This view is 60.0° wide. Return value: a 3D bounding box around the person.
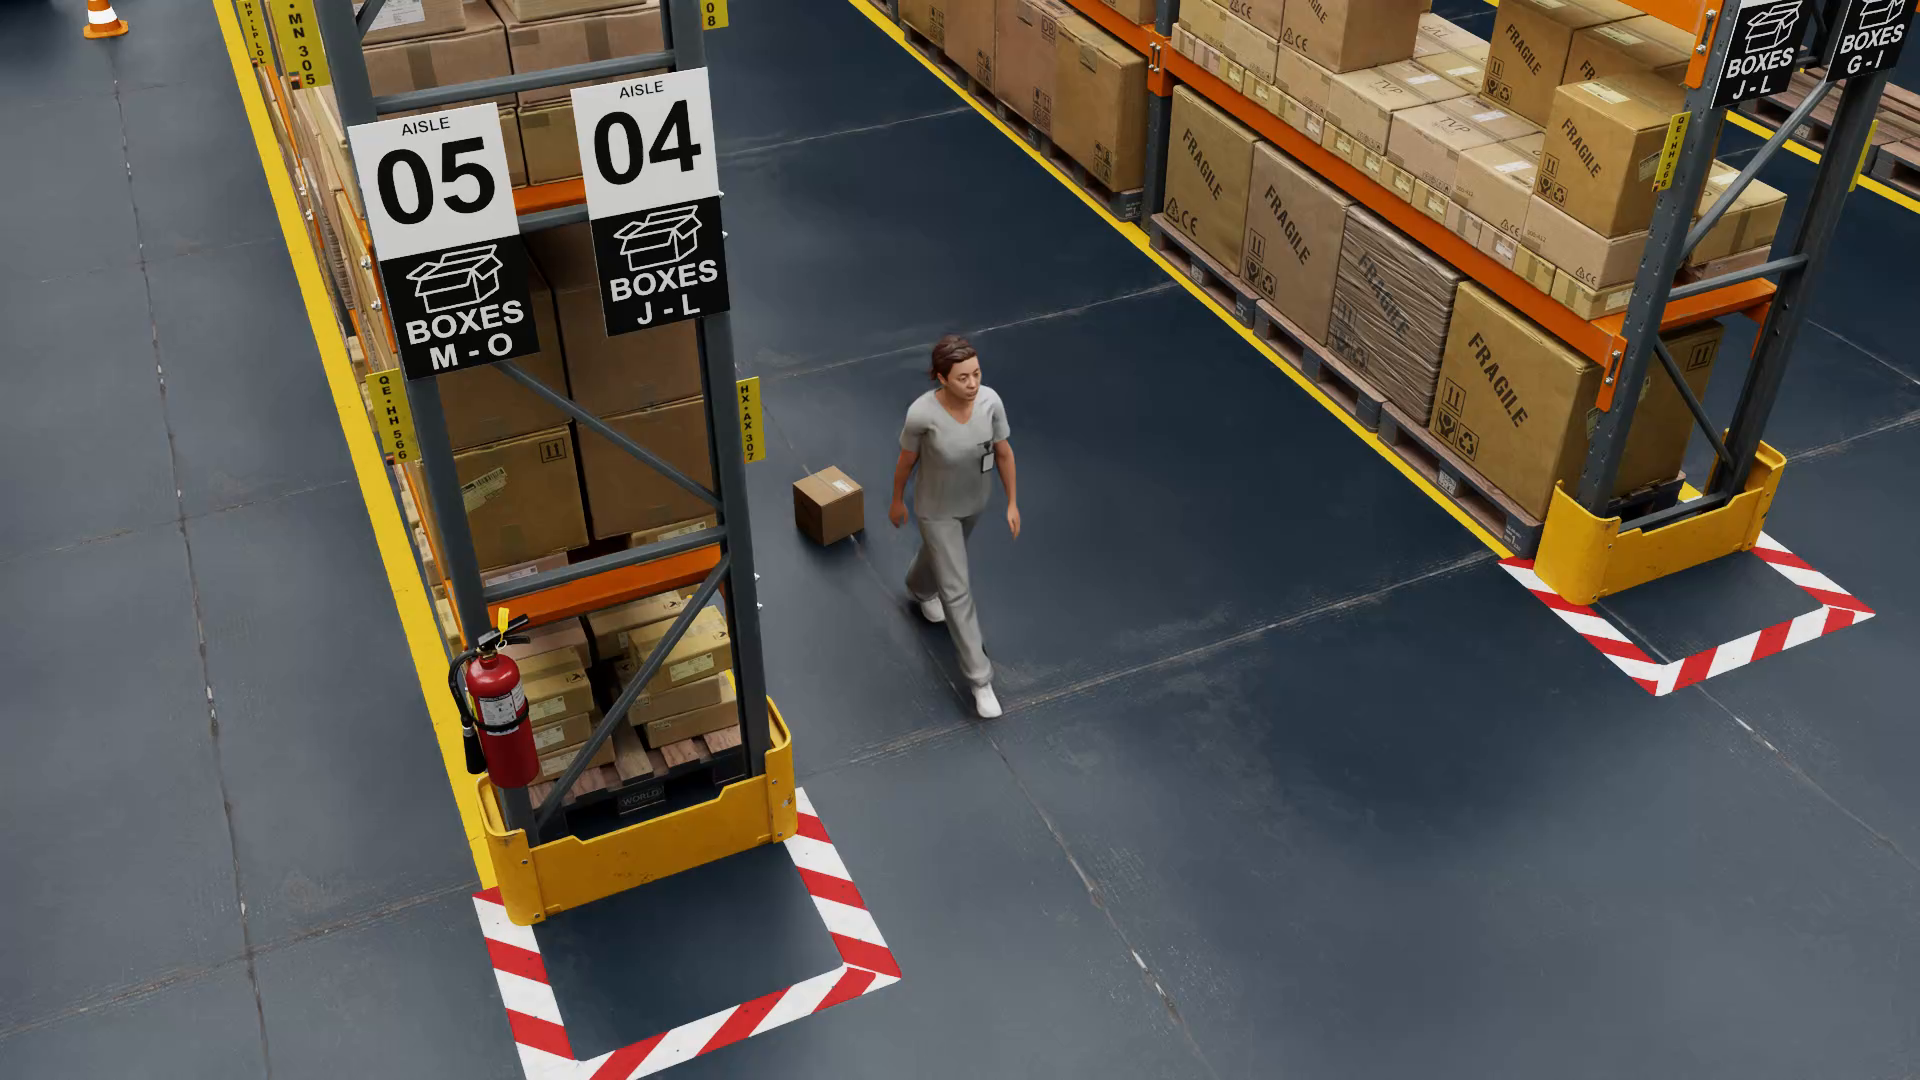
[{"bbox_3d":[0.011,-0.132,7.017,0.477,1.603,1.022,-19,42,-24],"label":"person"}]
